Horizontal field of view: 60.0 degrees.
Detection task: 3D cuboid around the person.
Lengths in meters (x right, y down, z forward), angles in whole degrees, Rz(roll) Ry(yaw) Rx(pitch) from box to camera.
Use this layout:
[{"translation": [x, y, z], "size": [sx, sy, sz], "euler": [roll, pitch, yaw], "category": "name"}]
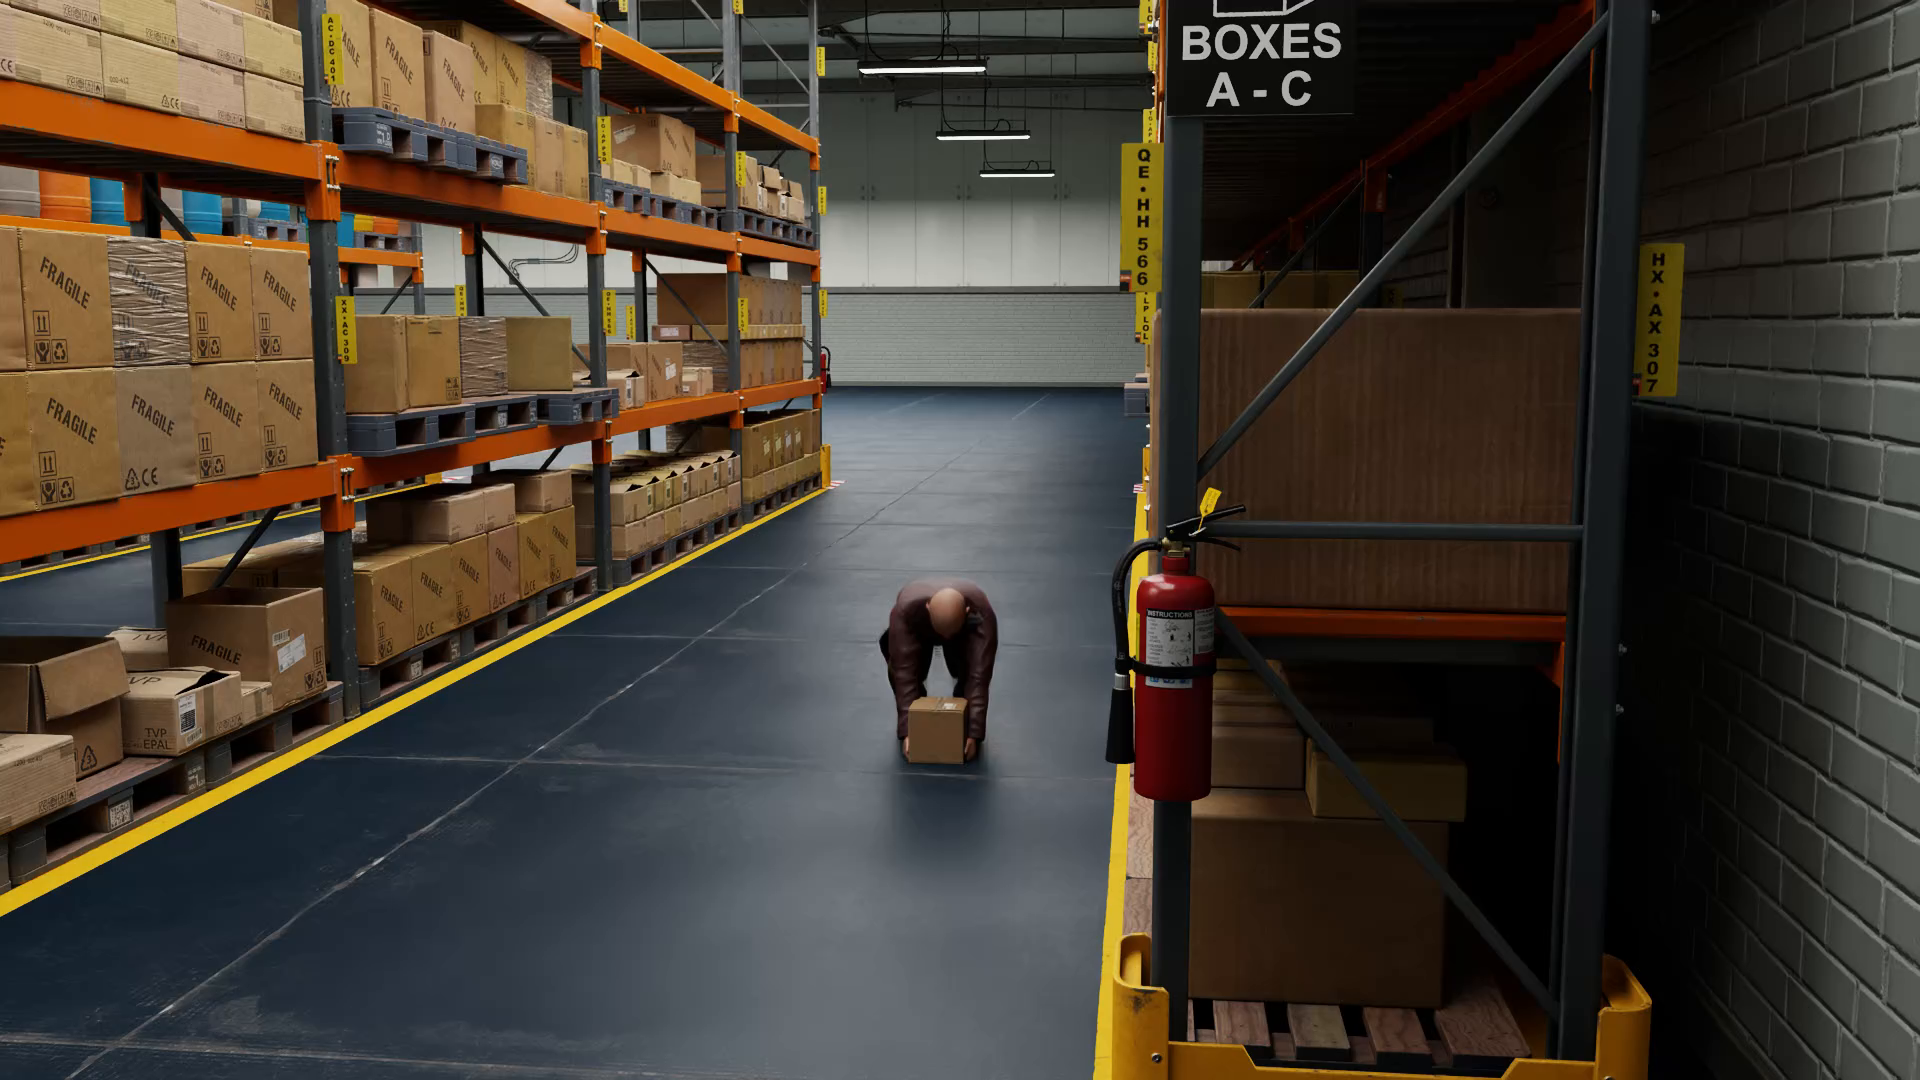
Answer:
[{"translation": [-0.101, 0.568, 7.902], "size": [0.577, 0.804, 0.953], "euler": [0, 7, 0], "category": "person"}]
